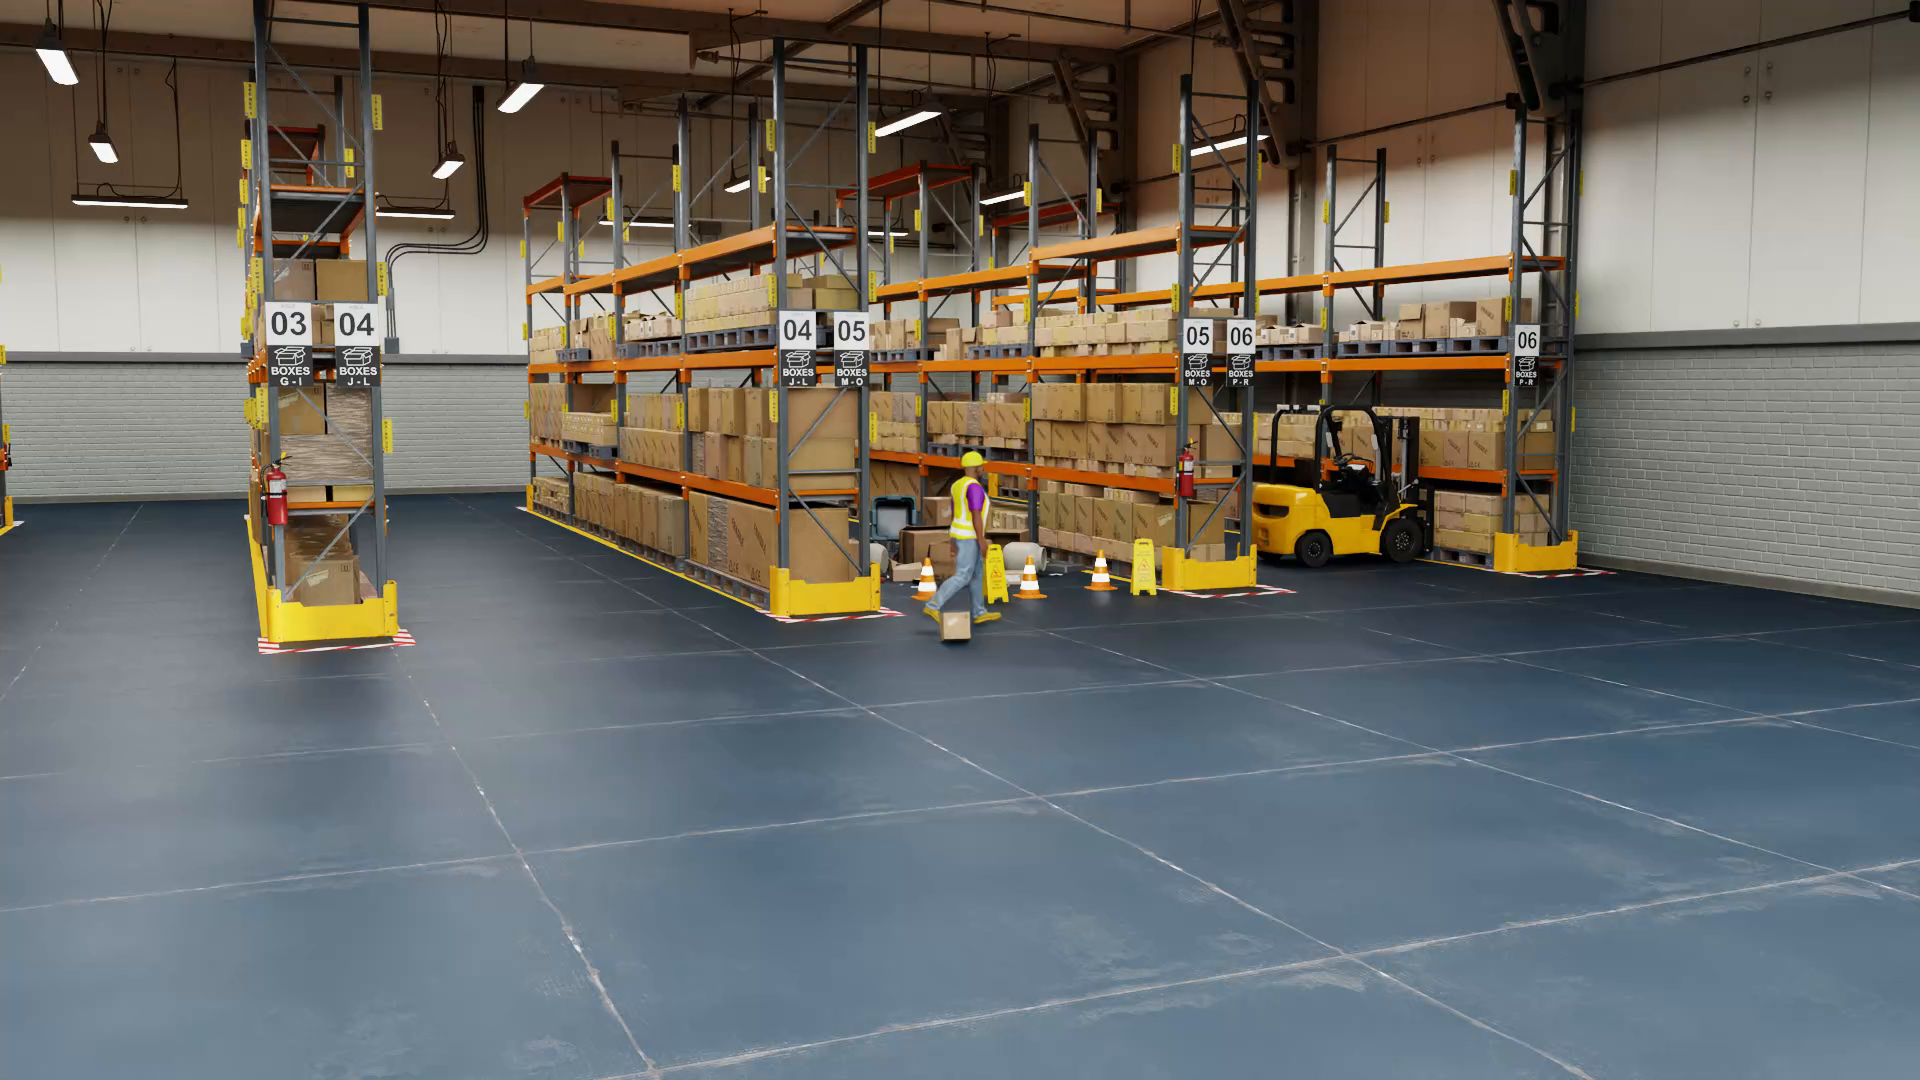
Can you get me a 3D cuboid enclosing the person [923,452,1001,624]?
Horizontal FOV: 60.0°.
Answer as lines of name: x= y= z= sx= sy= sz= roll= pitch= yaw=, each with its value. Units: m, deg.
person: x=0.035 y=-0.005 z=16.689 sx=0.920 sy=1.753 sz=0.603 roll=-2 pitch=6 yaw=-17
